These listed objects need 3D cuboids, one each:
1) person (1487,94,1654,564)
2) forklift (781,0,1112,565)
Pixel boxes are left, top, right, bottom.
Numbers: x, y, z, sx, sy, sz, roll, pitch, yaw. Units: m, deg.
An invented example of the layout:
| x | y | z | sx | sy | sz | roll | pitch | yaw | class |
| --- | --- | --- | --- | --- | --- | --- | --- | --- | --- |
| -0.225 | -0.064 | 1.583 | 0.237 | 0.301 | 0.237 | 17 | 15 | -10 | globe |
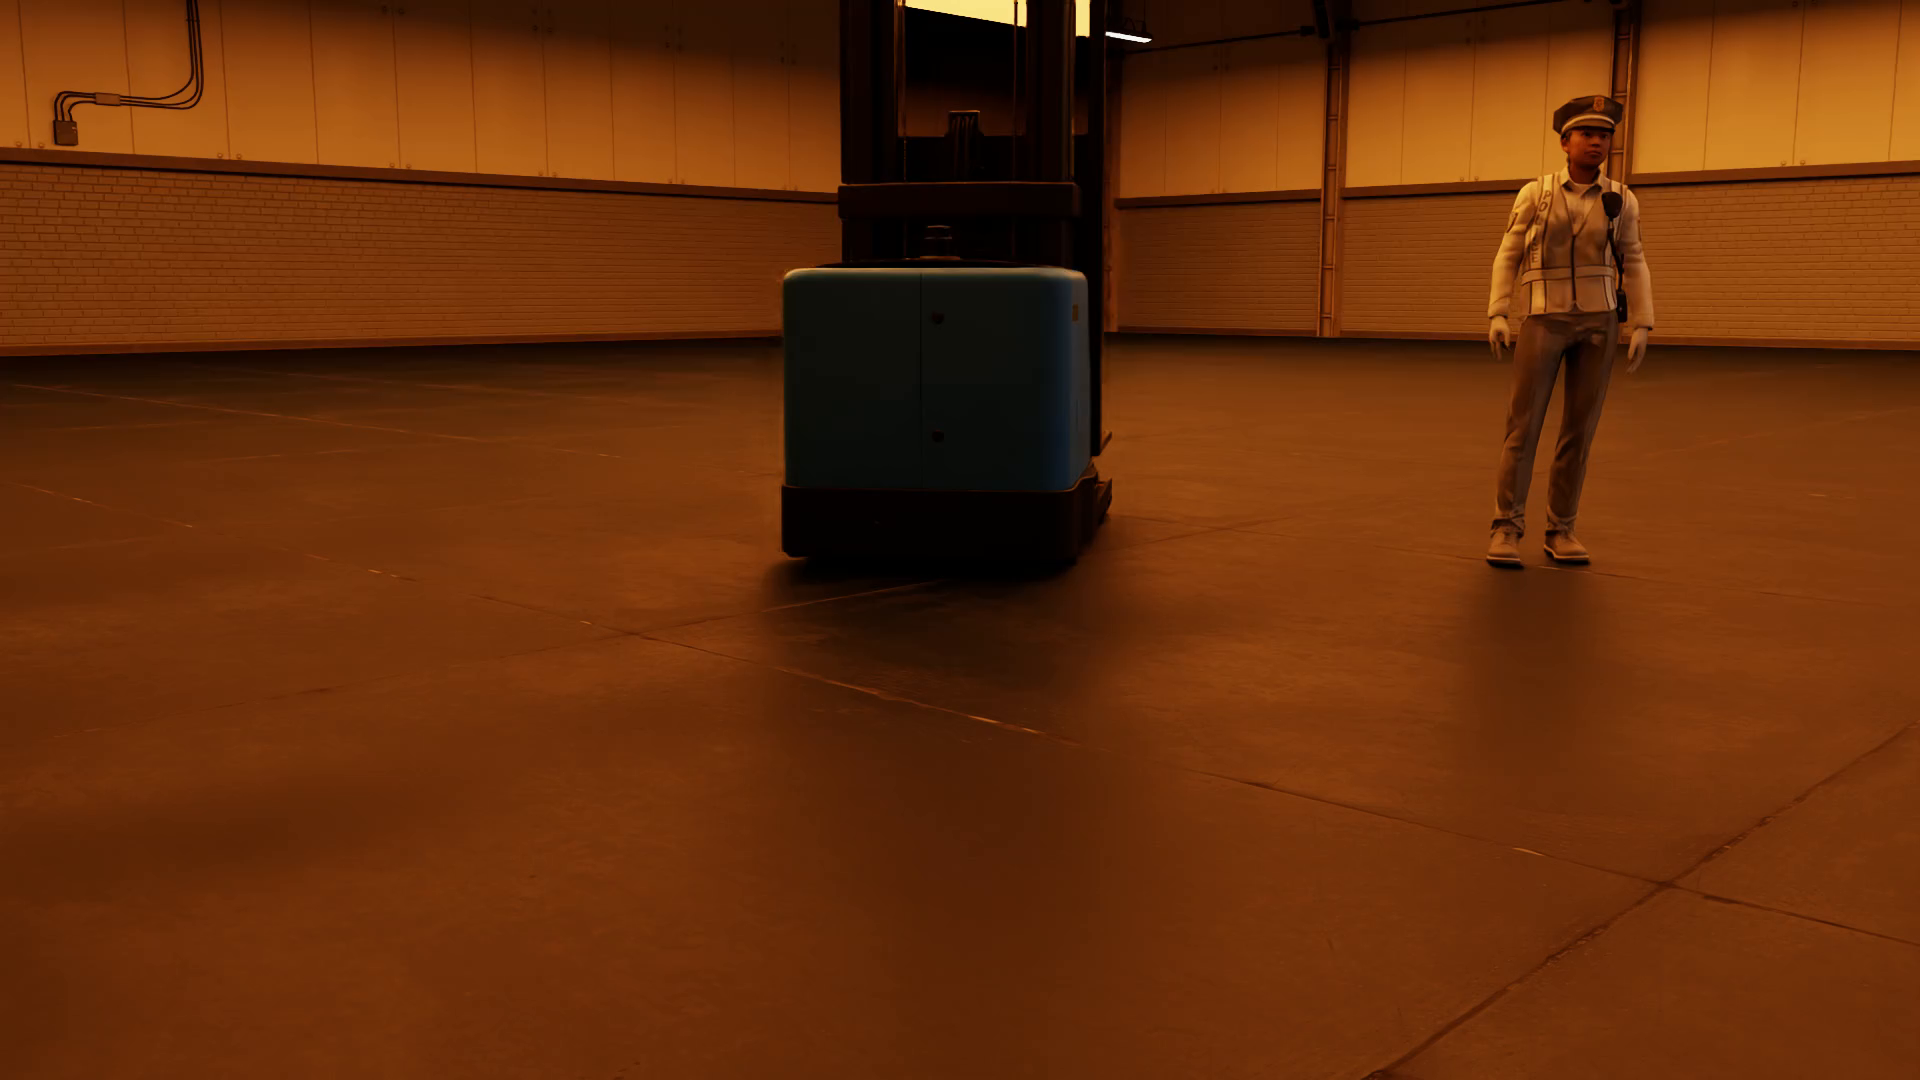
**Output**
| x | y | z | sx | sy | sz | roll | pitch | yaw | class |
| --- | --- | --- | --- | --- | --- | --- | --- | --- | --- |
| 2.251 | -0.771 | 6.114 | 0.586 | 1.696 | 0.528 | 2 | 9 | 10 | person |
| 0.088 | -1.539 | 7.097 | 1.130 | 2.935 | 3.031 | 1 | 9 | 8 | forklift |
